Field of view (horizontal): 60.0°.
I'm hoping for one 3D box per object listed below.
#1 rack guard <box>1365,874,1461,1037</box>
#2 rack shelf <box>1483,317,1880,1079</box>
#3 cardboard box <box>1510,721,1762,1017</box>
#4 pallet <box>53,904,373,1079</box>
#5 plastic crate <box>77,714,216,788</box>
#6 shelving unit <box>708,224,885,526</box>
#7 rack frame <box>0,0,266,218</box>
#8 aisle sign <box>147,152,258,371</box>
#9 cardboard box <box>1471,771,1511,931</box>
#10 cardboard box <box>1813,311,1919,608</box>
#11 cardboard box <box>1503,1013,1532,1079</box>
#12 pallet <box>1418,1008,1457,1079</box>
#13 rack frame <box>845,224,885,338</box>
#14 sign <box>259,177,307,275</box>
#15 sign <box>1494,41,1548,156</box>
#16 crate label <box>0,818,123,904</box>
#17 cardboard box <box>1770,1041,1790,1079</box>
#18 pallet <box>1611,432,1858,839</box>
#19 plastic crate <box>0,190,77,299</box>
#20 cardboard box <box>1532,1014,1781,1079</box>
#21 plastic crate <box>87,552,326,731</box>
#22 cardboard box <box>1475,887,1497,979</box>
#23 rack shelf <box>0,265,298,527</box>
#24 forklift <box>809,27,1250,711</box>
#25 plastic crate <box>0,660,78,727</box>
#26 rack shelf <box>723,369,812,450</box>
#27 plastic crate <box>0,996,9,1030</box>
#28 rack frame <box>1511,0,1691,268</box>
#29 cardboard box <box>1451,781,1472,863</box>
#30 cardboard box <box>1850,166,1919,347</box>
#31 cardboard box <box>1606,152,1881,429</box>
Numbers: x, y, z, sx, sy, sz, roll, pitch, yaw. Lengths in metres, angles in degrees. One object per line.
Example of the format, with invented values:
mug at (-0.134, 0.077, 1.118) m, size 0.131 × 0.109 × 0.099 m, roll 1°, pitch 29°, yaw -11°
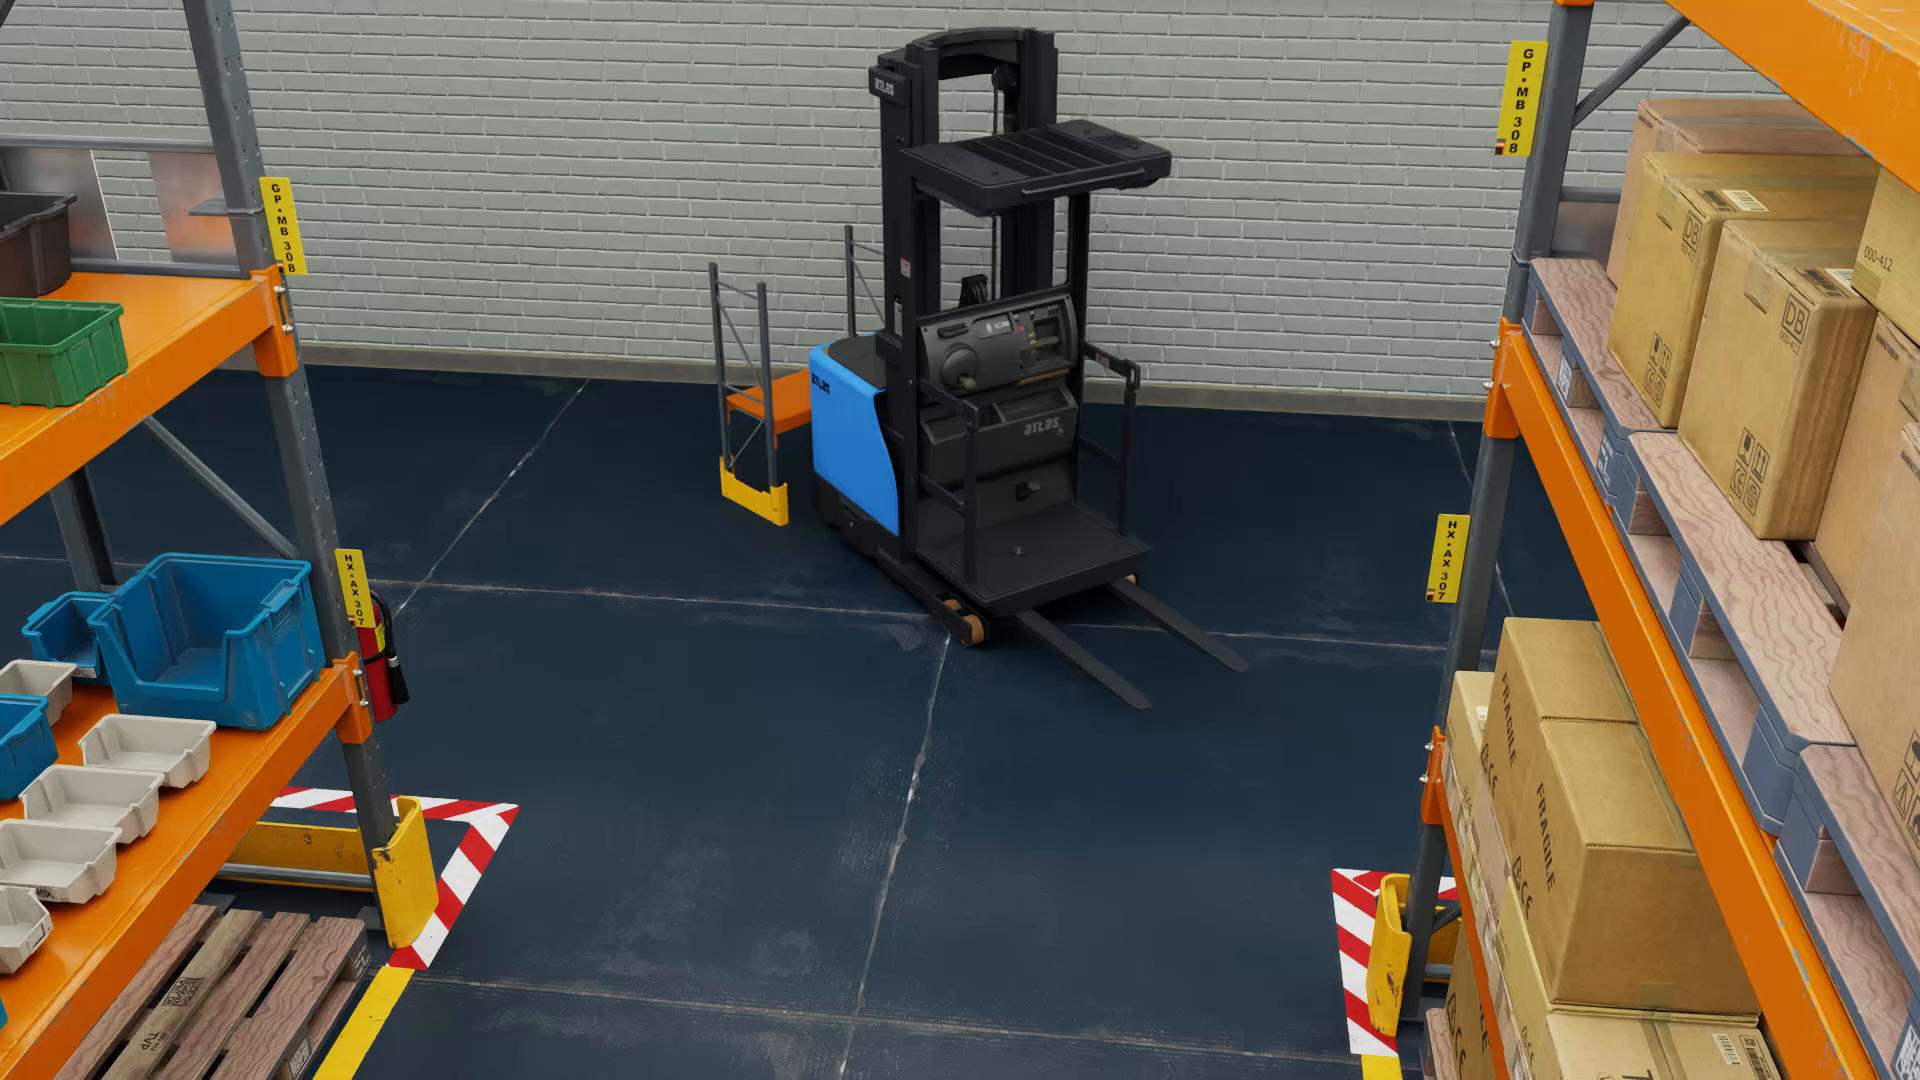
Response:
rack guard at (2.159, 1.603, 6.248) m, size 1.175 × 0.500 × 0.348 m, roll 3°, pitch 28°, yaw 6°
rack shelf at (1.911, 0.451, 3.346) m, size 1.077 × 0.370 × 4.000 m, roll 3°, pitch 28°, yaw 6°
cardboard box at (1.710, 0.808, 4.141) m, size 0.500 × 0.500 × 0.500 m, roll 3°, pitch 28°, yaw 5°
pallet at (-2.899, 1.839, 6.113) m, size 1.003 × 0.211 × 1.213 m, roll 3°, pitch 28°, yaw 6°
plastic crate at (-2.680, 0.710, 5.485) m, size 0.396 × 0.136 × 0.243 m, roll 3°, pitch 28°, yaw 6°
shelving unit at (-0.886, -1.019, 10.059) m, size 1.083 × 1.500 × 0.587 m, roll -24°, pitch 37°, yaw -37°
rack frame at (-2.760, -2.415, 4.745) m, size 1.000 × 3.000 × 0.127 m, roll 3°, pitch 28°, yaw 6°
aisle sign at (-2.460, -0.936, 5.583) m, size 0.394 × 0.787 × 0.004 m, roll 3°, pitch 28°, yaw 6°
cardboard box at (1.772, 0.904, 4.754) m, size 0.500 × 0.250 × 0.500 m, roll 3°, pitch 28°, yaw 6°
cardboard box at (1.977, -0.060, 2.882) m, size 0.700 × 0.500 × 0.500 m, roll 5°, pitch 29°, yaw 8°
cardboard box at (1.630, 1.378, 4.295) m, size 0.380 × 0.149 × 0.250 m, roll 3°, pitch 28°, yaw 6°
pallet at (2.136, 2.122, 5.588) m, size 1.003 × 0.211 × 1.213 m, roll 3°, pitch 28°, yaw 6°
rack frame at (-0.523, -1.181, 10.362) m, size 0.032 × 1.500 × 0.500 m, roll -24°, pitch 37°, yaw -37°
sign at (-2.212, -1.024, 5.436) m, size 0.100 × 0.325 × 0.005 m, roll 3°, pitch 28°, yaw 6°
sign at (1.606, -1.262, 4.762) m, size 0.100 × 0.325 × 0.005 m, roll 3°, pitch 28°, yaw 6°
crate label at (-2.740, 0.978, 4.987) m, size 0.396 × 0.136 × 0.243 m, roll 3°, pitch 28°, yaw 6°
cardboard box at (2.175, 1.416, 3.804) m, size 0.500 × 0.250 × 0.500 m, roll 3°, pitch 29°, yaw 6°
pallet at (1.928, 0.158, 3.225) m, size 1.003 × 0.211 × 1.213 m, roll 3°, pitch 28°, yaw 6°
plastic crate at (-3.084, -0.872, 5.181) m, size 0.497 × 0.269 × 0.590 m, roll 3°, pitch 28°, yaw 6°
cardboard box at (1.648, 1.386, 3.859) m, size 0.500 × 0.250 × 0.500 m, roll 3°, pitch 28°, yaw 5°
plastic crate at (-2.615, 0.352, 5.833) m, size 0.616 × 0.435 × 0.499 m, roll 3°, pitch 28°, yaw 6°
cardboard box at (1.693, 1.136, 4.743) m, size 0.380 × 0.149 × 0.250 m, roll 3°, pitch 28°, yaw 5°
rack shelf at (-3.005, 0.163, 3.880) m, size 1.077 × 0.370 × 4.000 m, roll 3°, pitch 28°, yaw 6°
forklift at (0.327, -0.987, 8.492) m, size 1.130 × 2.935 × 3.031 m, roll -17°, pitch 33°, yaw -28°
plastic crate at (-3.238, 0.559, 5.765) m, size 0.250 × 0.136 × 0.298 m, roll 3°, pitch 28°, yaw 6°
rack shelf at (-0.892, -0.857, 10.139) m, size 1.000 × 0.185 × 0.538 m, roll -24°, pitch 37°, yaw -37°
plastic crate at (-2.757, 1.255, 4.372) m, size 0.416 × 0.233 × 0.300 m, roll 3°, pitch 28°, yaw 6°
rack frame at (2.156, -2.127, 4.211) m, size 1.000 × 3.000 × 0.127 m, roll 3°, pitch 28°, yaw 6°
cardboard box at (1.755, 0.893, 5.195) m, size 0.380 × 0.149 × 0.250 m, roll 3°, pitch 28°, yaw 5°
cardboard box at (1.898, -0.460, 2.834) m, size 0.500 × 0.250 × 0.500 m, roll 2°, pitch 28°, yaw 5°
cardboard box at (1.957, -0.574, 3.837) m, size 0.700 × 0.500 × 0.500 m, roll 2°, pitch 28°, yaw 4°
